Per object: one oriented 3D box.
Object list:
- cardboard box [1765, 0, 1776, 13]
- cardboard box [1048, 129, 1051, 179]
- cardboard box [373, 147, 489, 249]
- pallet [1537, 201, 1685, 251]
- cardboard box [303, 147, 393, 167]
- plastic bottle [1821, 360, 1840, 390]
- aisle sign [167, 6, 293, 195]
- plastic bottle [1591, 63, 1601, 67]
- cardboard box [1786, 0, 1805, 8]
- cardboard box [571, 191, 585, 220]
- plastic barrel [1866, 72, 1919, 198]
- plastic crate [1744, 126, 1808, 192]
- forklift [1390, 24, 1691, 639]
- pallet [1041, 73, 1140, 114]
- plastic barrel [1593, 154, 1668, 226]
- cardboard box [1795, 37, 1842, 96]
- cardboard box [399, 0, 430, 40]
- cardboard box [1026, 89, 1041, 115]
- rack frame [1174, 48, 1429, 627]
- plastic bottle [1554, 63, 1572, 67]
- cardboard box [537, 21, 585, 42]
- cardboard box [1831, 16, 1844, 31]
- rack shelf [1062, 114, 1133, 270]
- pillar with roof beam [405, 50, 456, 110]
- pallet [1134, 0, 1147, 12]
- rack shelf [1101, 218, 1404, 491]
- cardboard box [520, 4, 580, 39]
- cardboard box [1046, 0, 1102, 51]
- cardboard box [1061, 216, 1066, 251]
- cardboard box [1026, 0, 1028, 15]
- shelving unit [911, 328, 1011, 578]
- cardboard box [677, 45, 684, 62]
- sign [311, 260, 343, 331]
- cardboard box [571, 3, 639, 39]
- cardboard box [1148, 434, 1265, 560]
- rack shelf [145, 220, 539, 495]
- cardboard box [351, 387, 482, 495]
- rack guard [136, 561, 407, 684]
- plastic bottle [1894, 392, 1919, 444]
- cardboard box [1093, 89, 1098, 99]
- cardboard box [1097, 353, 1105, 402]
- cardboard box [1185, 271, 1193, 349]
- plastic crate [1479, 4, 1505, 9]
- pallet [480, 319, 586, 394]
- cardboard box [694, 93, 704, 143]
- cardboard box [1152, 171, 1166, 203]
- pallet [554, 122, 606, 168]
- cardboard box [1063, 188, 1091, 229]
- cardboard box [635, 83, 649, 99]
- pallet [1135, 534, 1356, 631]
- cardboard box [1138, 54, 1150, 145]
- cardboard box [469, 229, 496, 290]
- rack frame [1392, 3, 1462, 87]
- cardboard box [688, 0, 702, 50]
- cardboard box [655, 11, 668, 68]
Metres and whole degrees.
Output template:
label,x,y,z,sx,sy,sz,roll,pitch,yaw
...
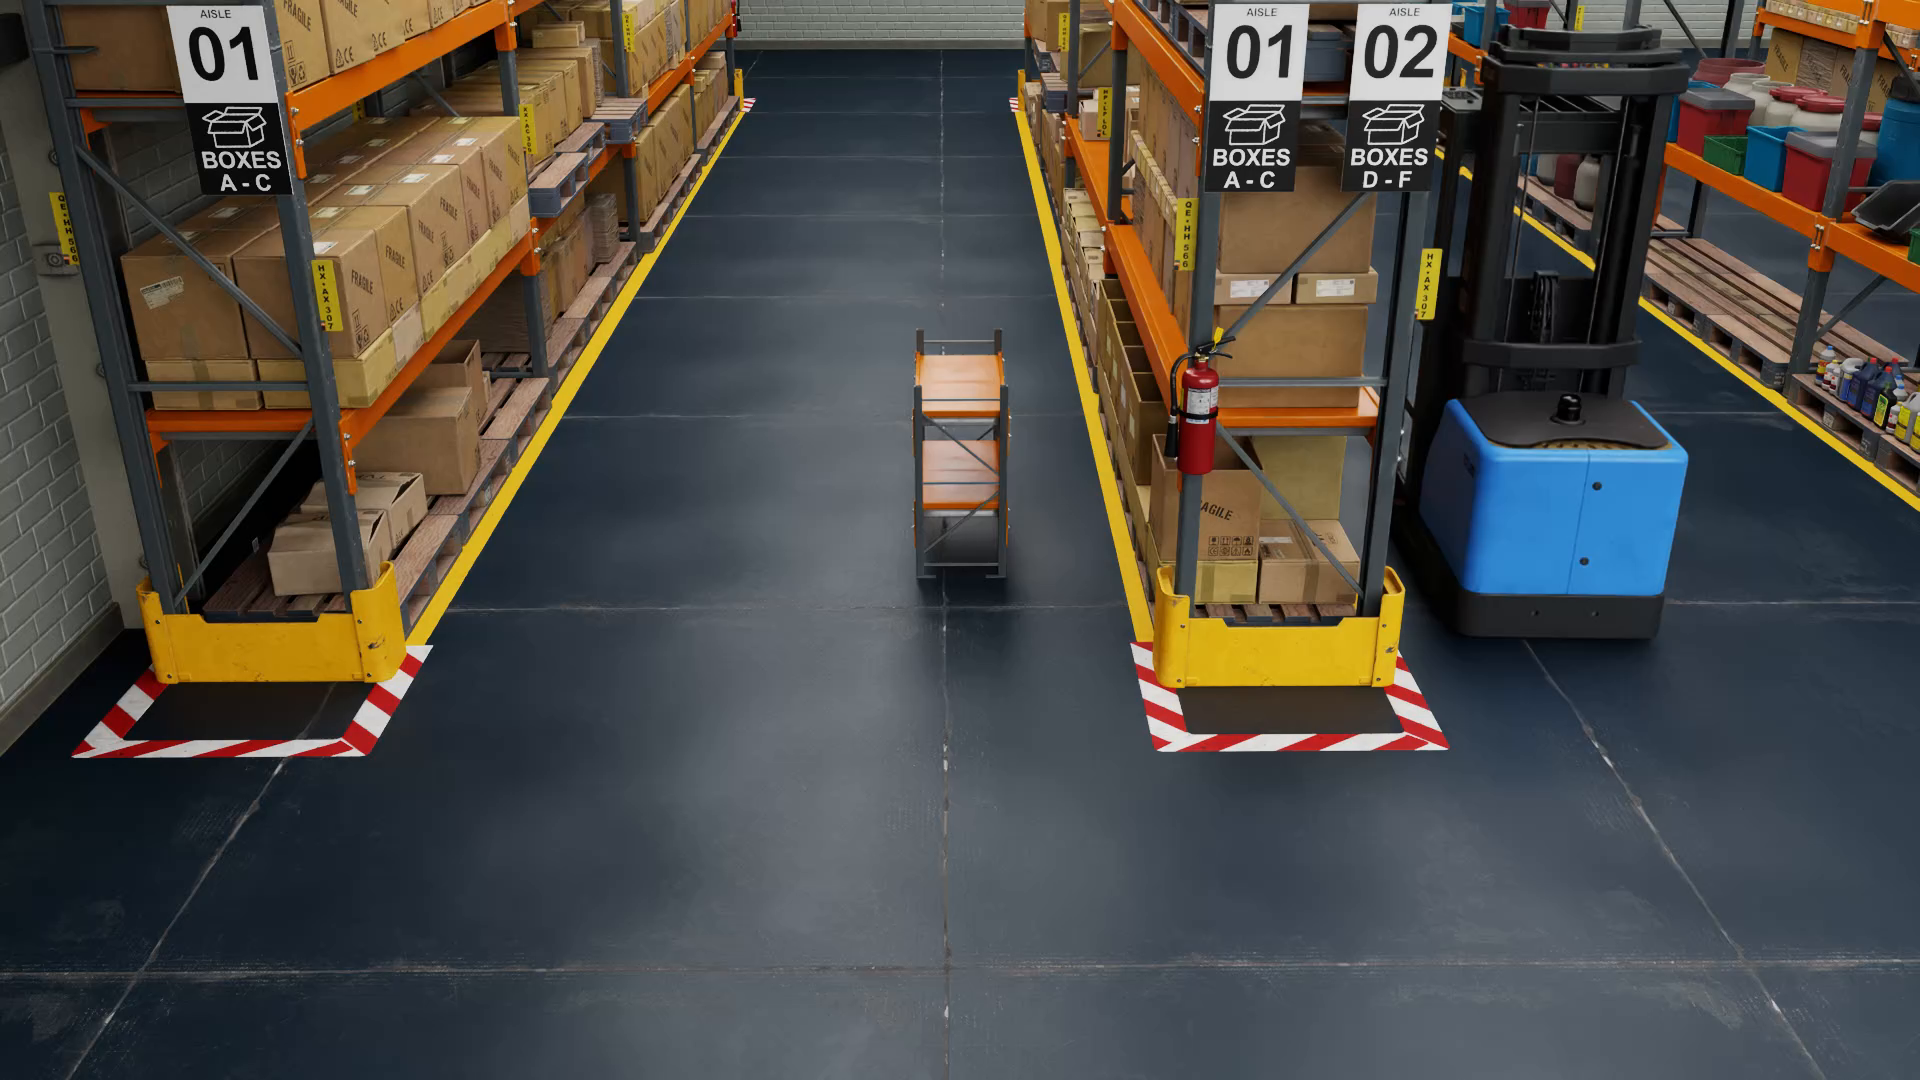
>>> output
label,x,y,z,sx,sy,sz,roll,pitch,yaw
cardboard box,10.963,-7.099,22.112,0.380,0.149,0.250,0,24,0
cardboard box,1.203,-4.106,17.688,0.500,0.500,0.500,0,24,0
cardboard box,-3.119,-2.026,9.837,0.500,0.500,0.500,-1,24,-2
pallet,6.373,-3.097,16.342,1.003,0.211,1.213,0,24,-1
cardboard box,-3.641,-2.019,9.823,0.500,0.500,0.500,0,24,1
plastic bottle,6.033,-1.145,11.503,0.097,0.201,0.097,0,24,0
aisle sign,-3.095,-1.858,7.064,0.394,0.787,0.004,0,24,-1
plastic bottle,6.596,-4.954,17.220,0.097,0.271,0.097,0,24,0
cardboard box,11.036,-7.016,21.443,0.500,0.250,0.500,-1,24,-1
cardboard box,-3.480,-2.870,14.045,0.500,0.250,0.500,0,24,0
plastic barrel,6.766,-2.784,11.656,0.600,0.901,0.708,0,24,-1
plastic crate,6.144,-2.841,12.410,0.392,0.384,0.575,0,24,-1
forklift,3.104,-1.395,9.278,1.130,2.935,3.031,1,24,2
pallet,1.393,-4.214,15.660,1.213,0.211,1.003,0,24,-1
plastic barrel,6.401,-3.447,15.855,0.600,0.830,0.708,0,24,-1
cardboard box,11.386,-5.947,21.327,0.875,0.875,0.875,0,24,-1
cardboard box,-3.156,-2.918,8.777,0.500,0.500,0.500,1,24,3
cardboard box,1.116,-5.629,21.359,0.500,0.250,0.500,0,24,-1
rack frame,1.558,-0.726,7.714,1.000,3.000,0.127,0,24,-1
plastic bottle,6.020,-4.722,16.610,0.144,0.351,0.185,0,24,-1
cardboard box,-3.449,-4.398,14.392,0.380,0.149,0.250,-3,25,-7
cardboard box,10.985,-6.358,20.472,0.380,0.149,0.250,0,24,0
rack shelf,1.492,-2.870,13.329,1.077,0.370,4.000,0,24,-1
pillar with roof beam,-0.029,-6.212,12.564,9.100,9.000,0.400,0,24,-1
pallet,1.549,-3.349,9.982,1.003,0.211,1.213,0,24,-1
rack shelf,1.536,-1.222,9.685,1.077,0.370,4.000,0,24,-1
cardboard box,-3.747,-4.716,15.121,0.500,0.250,0.500,0,24,1
cardboard box,1.279,-5.428,17.481,0.700,0.500,0.500,4,25,8
cardboard box,1.182,-2.744,15.003,0.500,0.250,0.500,0,24,-1
cardboard box,1.124,-7.180,21.864,0.500,0.500,0.500,0,24,1
shelving unit,0.000,-0.515,9.524,0.538,1.125,1.048,0,24,-1
cardboard box,-3.214,-5.299,18.108,0.380,0.149,0.250,0,24,0
sign,-2.853,-1.099,7.489,0.100,0.325,0.005,0,24,-1
cardboard box,-3.231,-4.730,15.152,0.500,0.250,0.500,0,24,1
cardboard box,1.254,-0.225,8.526,0.500,0.500,0.500,0,24,-1
rack shelf,-3.418,-1.198,9.632,1.077,0.370,4.000,0,24,-1
cardboard box,-3.278,-0.586,9.906,0.700,0.500,0.500,-2,24,-4
rack guard,-3.397,0.406,8.246,1.175,0.500,0.348,0,24,-1
plastic bottle,6.068,-0.801,10.561,0.144,0.351,0.185,0,24,-1
cardboard box,1.430,-3.831,14.690,0.500,0.311,0.500,1,24,3
cardboard box,1.216,-1.120,11.413,0.500,0.250,0.500,0,24,-1
cardboard box,1.555,-1.180,8.598,0.700,0.500,0.500,0,24,1
plastic crate,6.547,-6.295,20.098,0.437,0.282,0.530,0,24,-1
pallet,-3.449,-1.400,12.590,1.003,0.211,1.213,0,24,-1
cardboard box,-3.432,-5.008,19.706,0.700,0.500,0.500,0,24,0
cardboard box,1.341,-2.072,9.784,0.380,0.149,0.250,-1,24,-2
pallet,-3.421,-3.095,13.187,1.003,0.211,1.213,0,24,-1
cardboard box,1.182,-2.999,14.888,0.500,0.311,0.500,1,24,1
cardboard box,-3.167,-4.243,15.773,0.380,0.149,0.250,0,24,1
pallet,1.507,0.230,8.985,1.003,0.211,1.213,0,24,-1
cardboard box,1.525,-2.828,10.667,0.700,0.500,0.500,0,24,0
cardboard box,-3.113,-1.685,9.992,0.500,0.250,0.500,0,24,-1
rack frame,6.336,-7.339,22.338,1.000,3.000,0.127,0,24,-1
cardboard box,-3.516,-6.007,19.027,0.980,0.700,0.700,0,24,0
cardboard box,-3.247,-5.025,16.713,0.500,0.500,0.500,0,24,1
